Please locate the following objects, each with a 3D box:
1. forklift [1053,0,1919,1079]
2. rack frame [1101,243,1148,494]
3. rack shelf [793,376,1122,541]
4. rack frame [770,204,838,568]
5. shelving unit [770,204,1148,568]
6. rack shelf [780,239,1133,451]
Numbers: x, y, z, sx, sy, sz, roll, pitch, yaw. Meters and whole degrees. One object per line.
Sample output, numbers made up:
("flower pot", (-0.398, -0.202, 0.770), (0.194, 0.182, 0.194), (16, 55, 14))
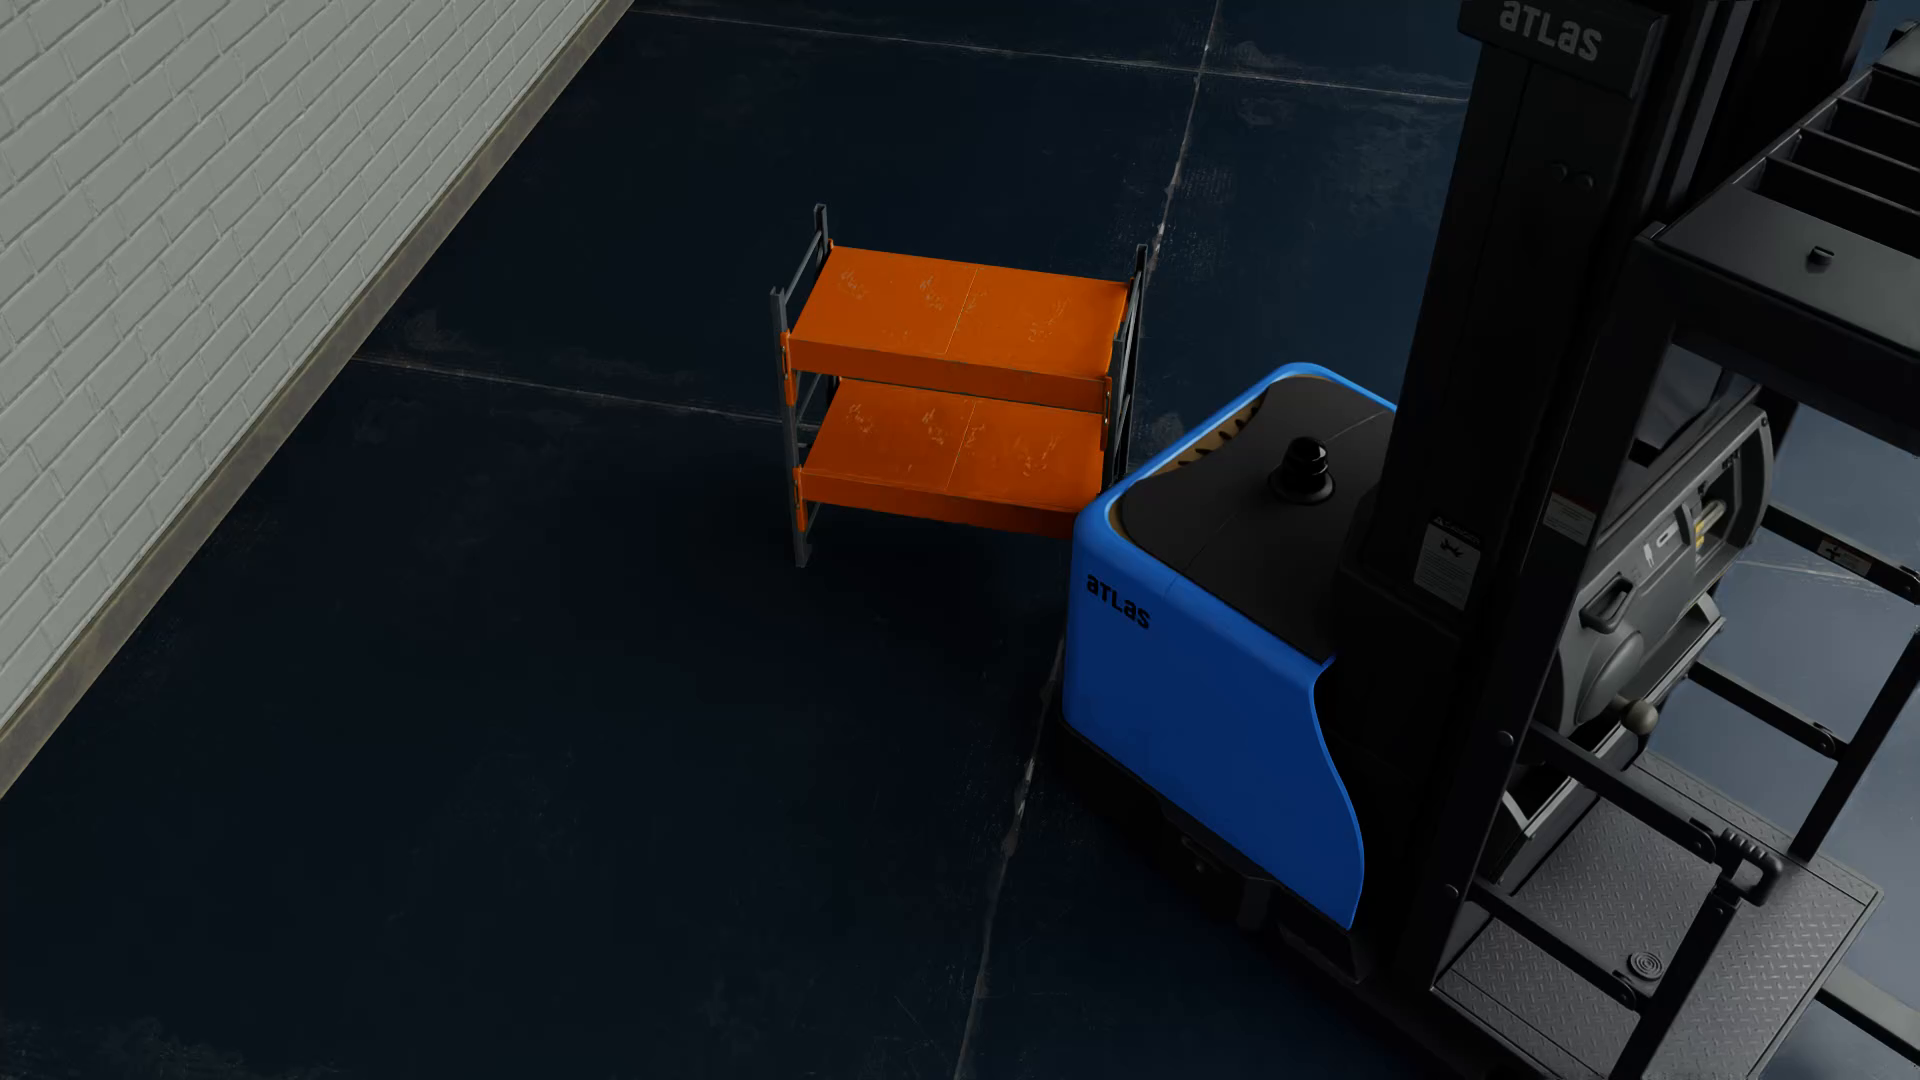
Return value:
("forklift", (1.676, 0.141, 3.490), (3.031, 2.935, 1.130), (35, 54, 31))
("rack frame", (0.503, -0.327, 5.279), (0.032, 1.125, 0.500), (9, 45, 9))
("rack shelf", (0.007, -0.228, 5.528), (1.000, 0.278, 0.538), (9, 45, 9))
("rack frame", (-0.489, -0.481, 5.439), (0.032, 1.125, 0.500), (9, 45, 9))
("shelving unit", (0.007, -0.404, 5.359), (1.048, 1.125, 0.538), (9, 45, 9))
("rack shelf", (0.007, -0.615, 5.156), (1.000, 0.278, 0.538), (9, 45, 9))
